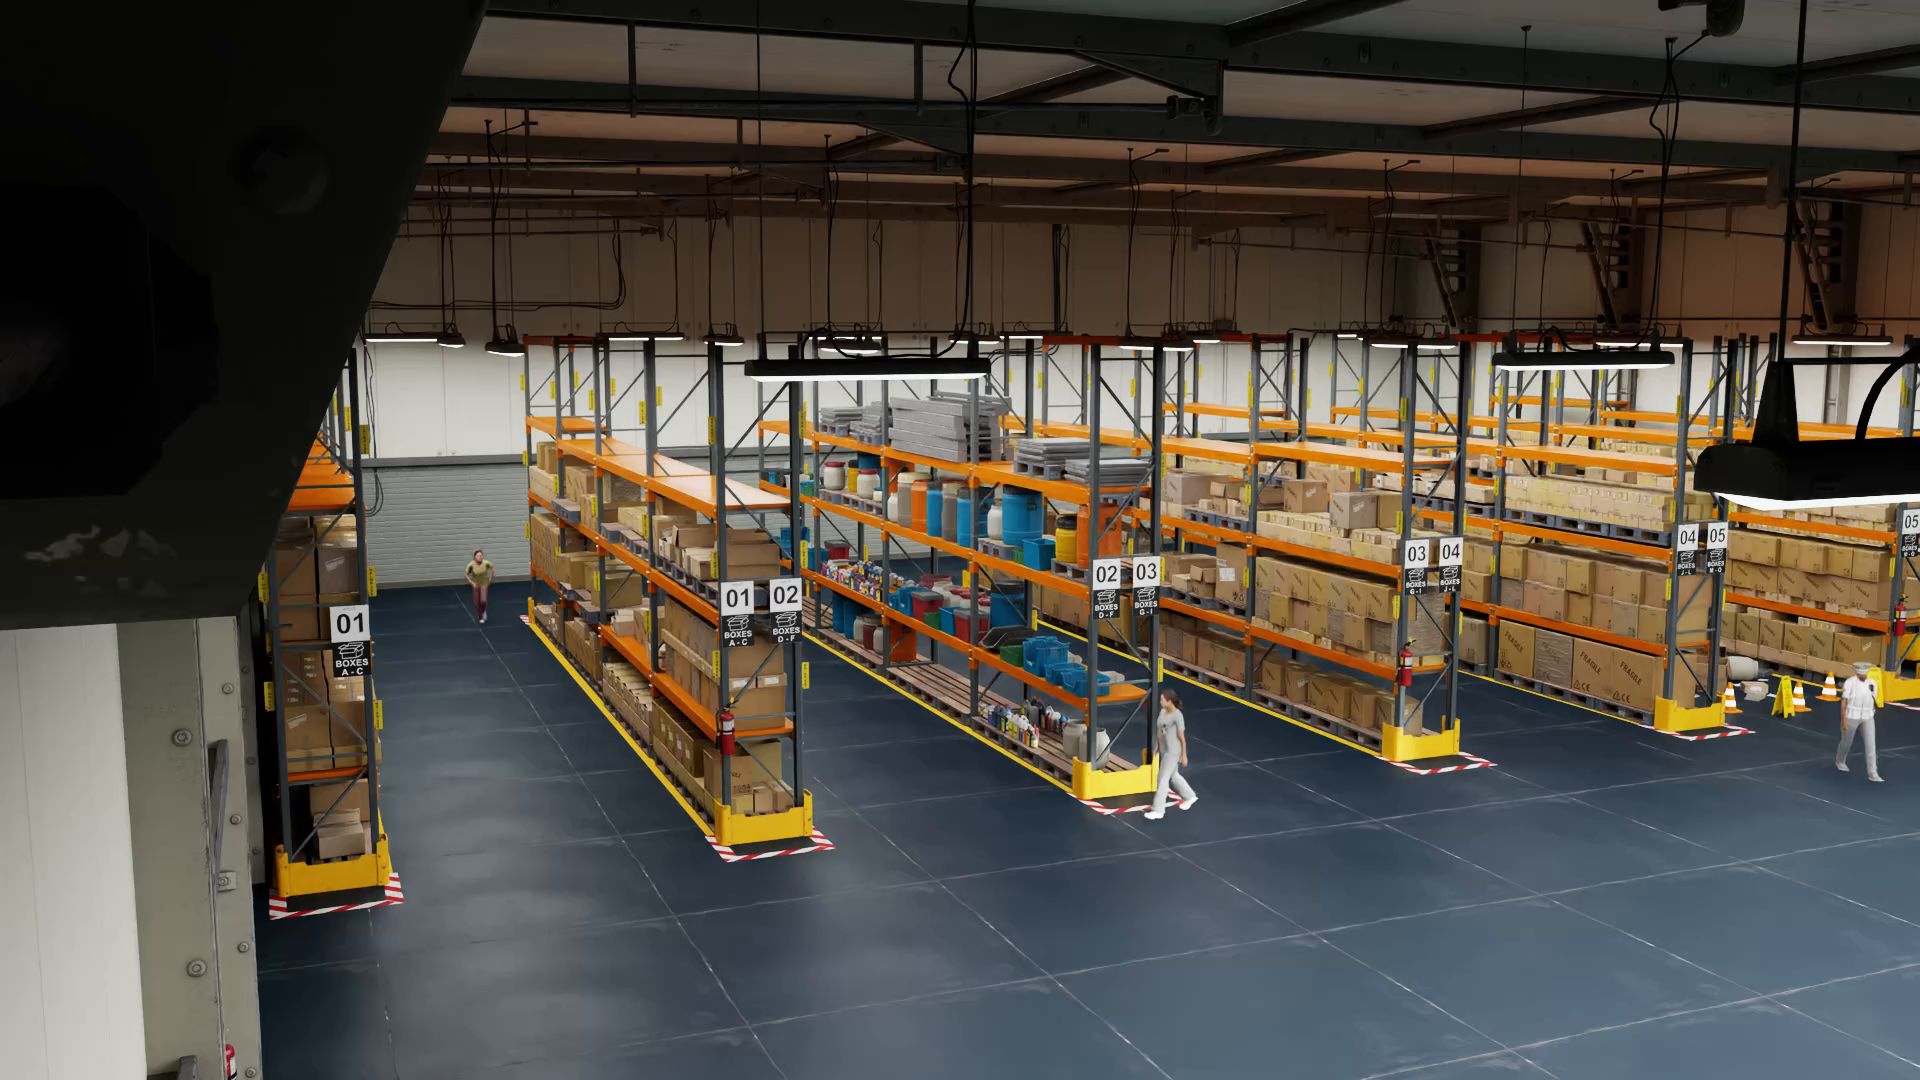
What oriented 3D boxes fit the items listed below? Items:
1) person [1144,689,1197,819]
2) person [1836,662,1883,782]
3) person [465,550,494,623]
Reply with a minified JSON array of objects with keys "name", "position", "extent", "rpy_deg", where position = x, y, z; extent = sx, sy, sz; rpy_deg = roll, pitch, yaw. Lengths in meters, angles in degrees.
[{"name":"person","position":[2.698,2.707,21.266],"extent":[0.902,1.633,0.488],"rpy_deg":[-3,8,-22]},{"name":"person","position":[12.435,2.475,22.984],"extent":[0.488,1.614,0.877],"rpy_deg":[2,8,13]},{"name":"person","position":[-9.972,0.963,34.556],"extent":[0.573,1.578,0.690],"rpy_deg":[-1,8,-10]}]
